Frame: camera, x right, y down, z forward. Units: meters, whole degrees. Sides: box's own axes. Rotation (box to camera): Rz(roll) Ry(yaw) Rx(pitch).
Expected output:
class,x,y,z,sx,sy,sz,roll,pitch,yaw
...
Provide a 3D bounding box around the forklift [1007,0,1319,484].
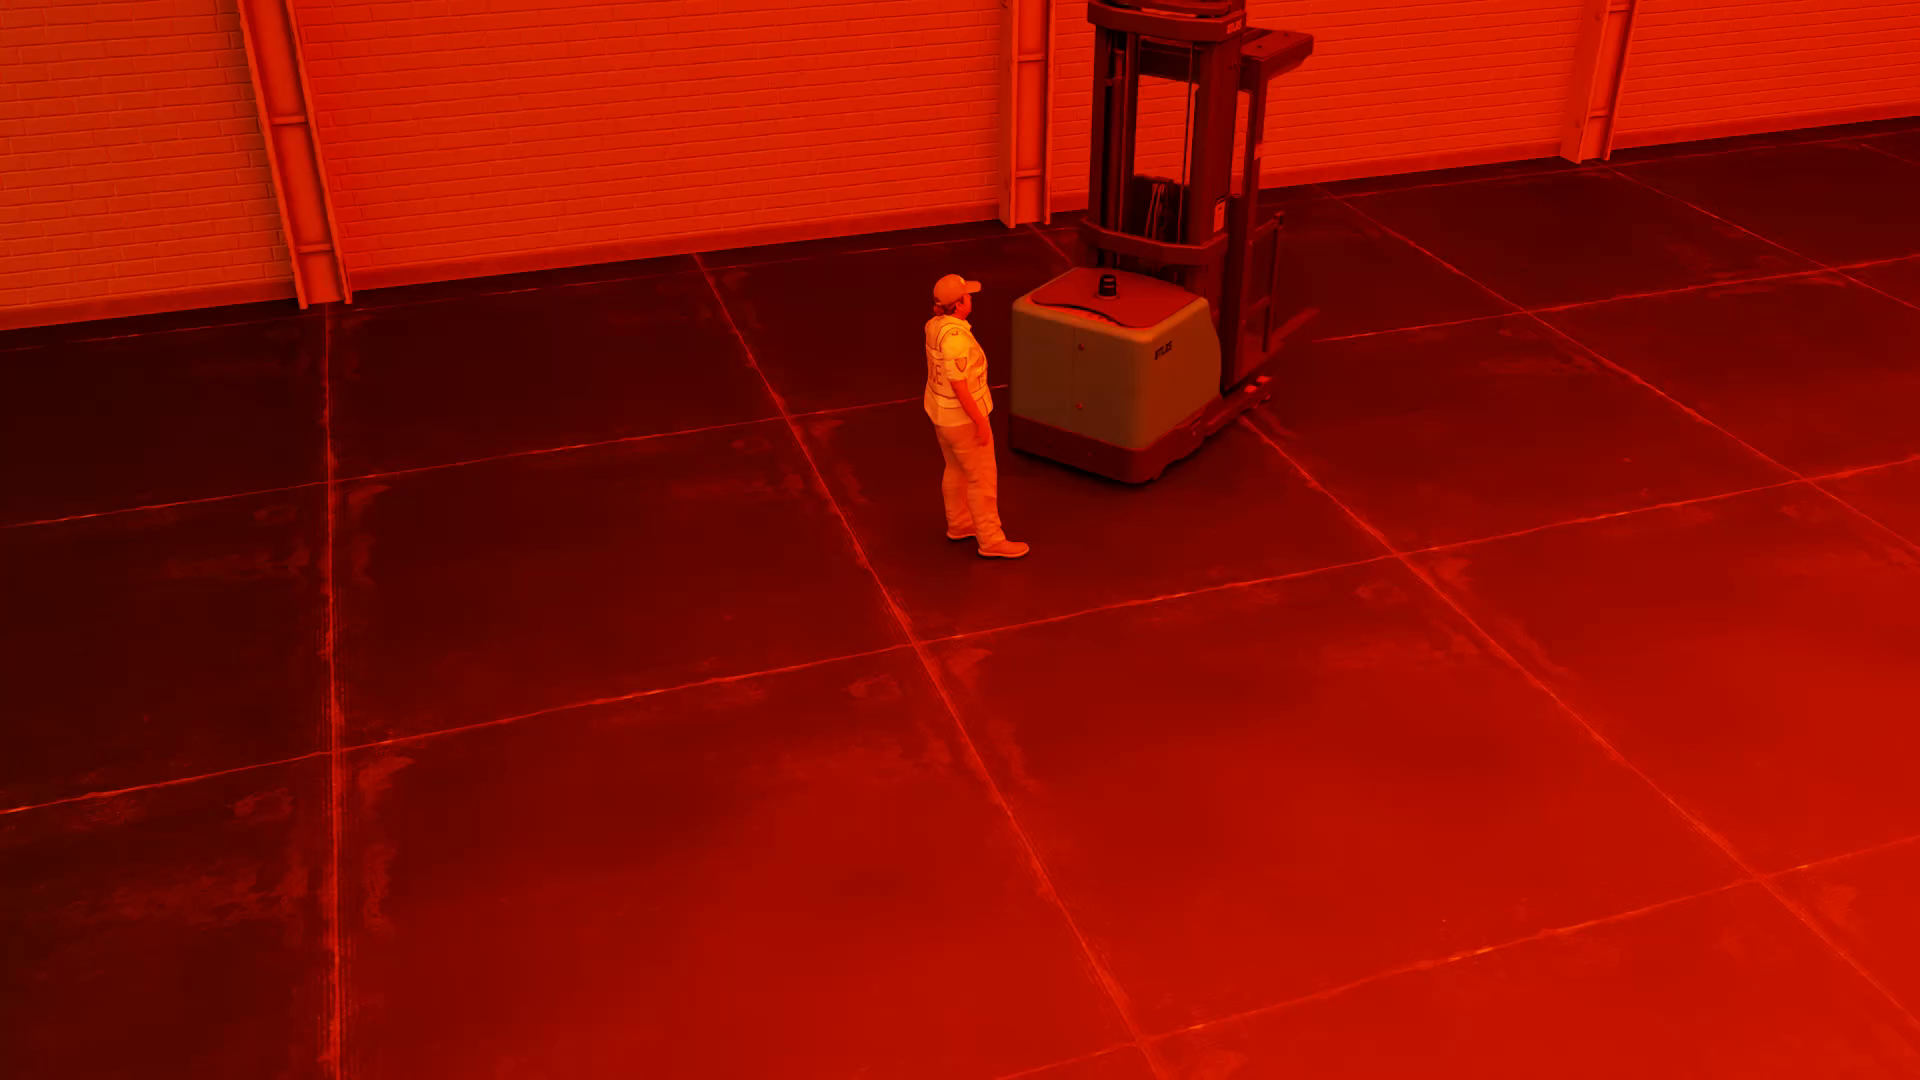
class,x,y,z,sx,sy,sz,roll,pitch,yaw
forklift,1.575,-2.308,11.099,1.130,2.935,3.031,20,35,30

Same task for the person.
class,x,y,z,sx,sy,sz,roll,pitch,yaw
person,0.081,-0.730,9.609,0.527,1.670,0.598,-10,31,-16
